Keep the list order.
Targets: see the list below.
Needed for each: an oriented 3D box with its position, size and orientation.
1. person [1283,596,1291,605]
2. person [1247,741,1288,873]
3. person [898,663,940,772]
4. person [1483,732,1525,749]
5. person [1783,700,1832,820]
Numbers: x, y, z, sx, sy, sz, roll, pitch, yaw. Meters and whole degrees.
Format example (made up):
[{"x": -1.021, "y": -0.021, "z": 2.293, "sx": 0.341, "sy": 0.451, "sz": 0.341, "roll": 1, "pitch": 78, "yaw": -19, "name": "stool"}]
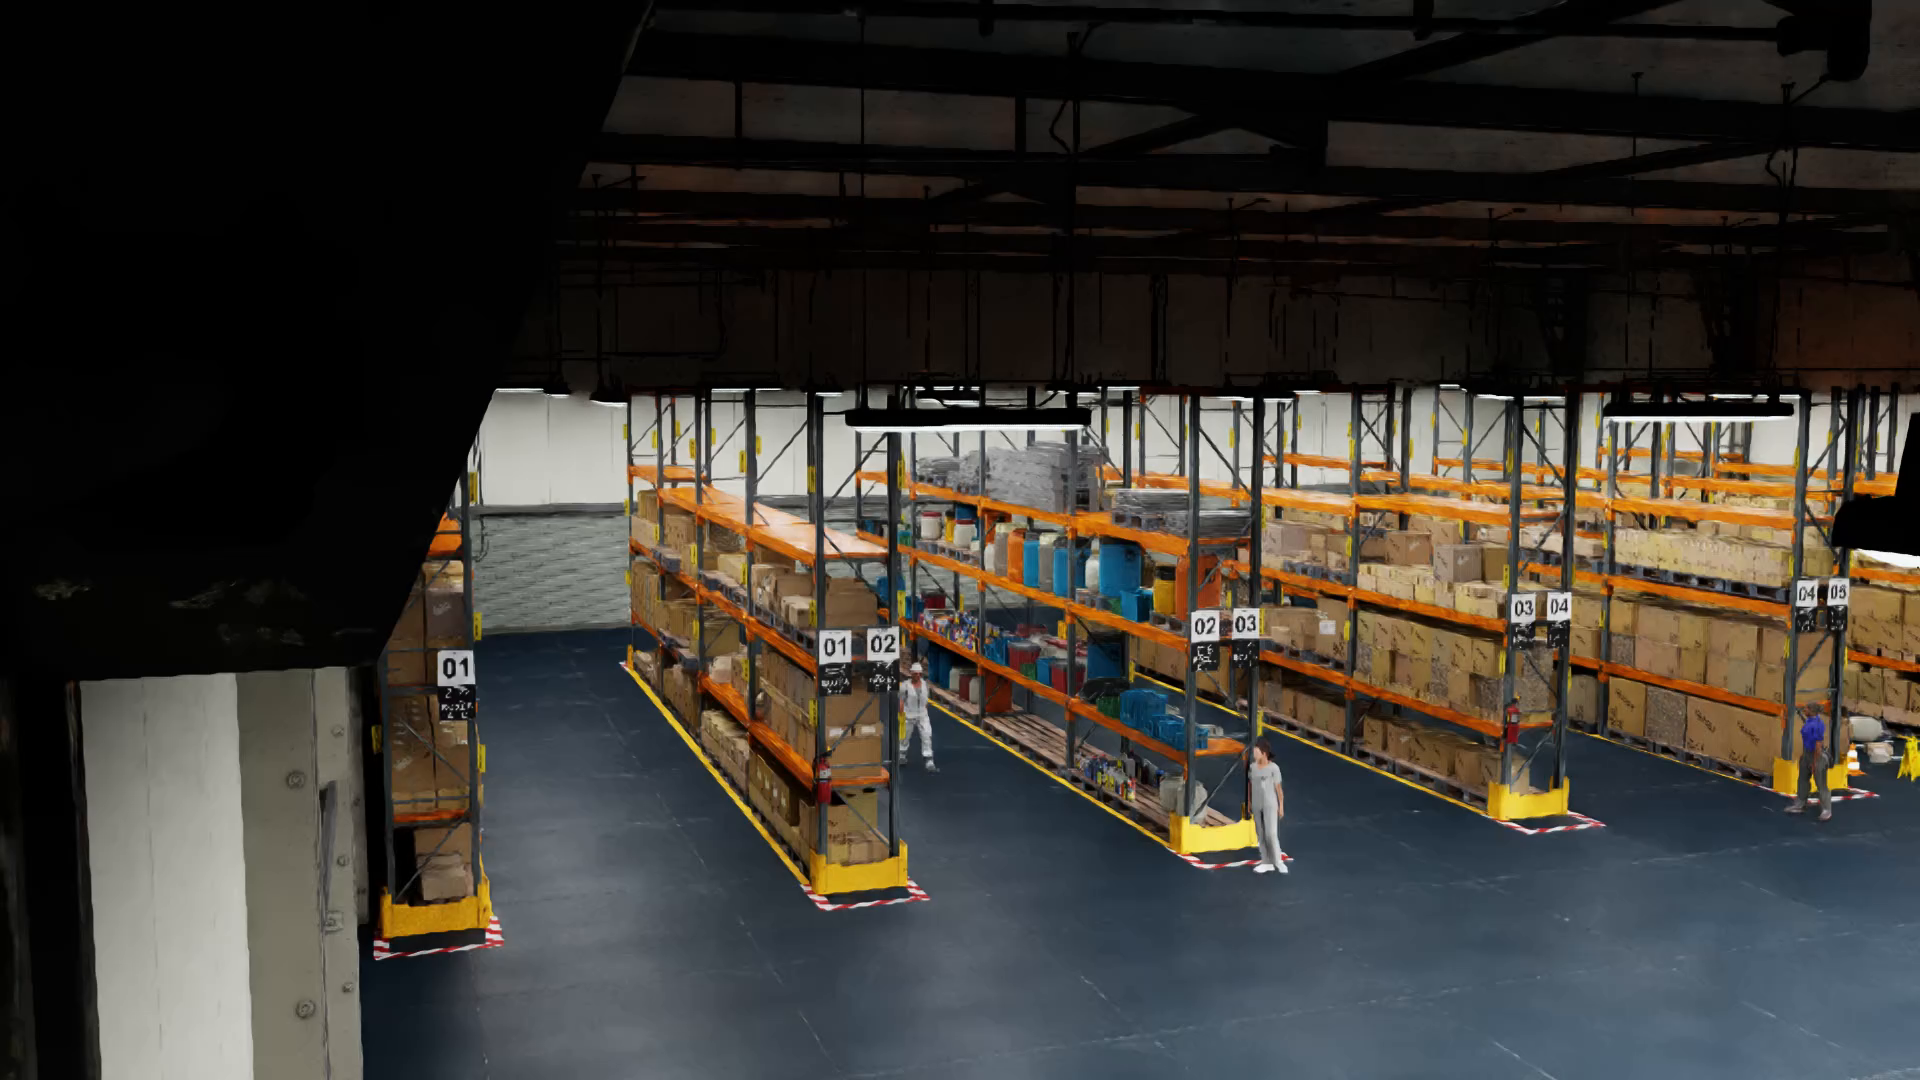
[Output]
[{"x": 6.495, "y": 1.993, "z": 33.321, "sx": 0.399, "sy": 1.769, "sz": 0.674, "roll": -5, "pitch": 8, "yaw": -40, "name": "person"}, {"x": 3.858, "y": 3.341, "z": 20.855, "sx": 0.564, "sy": 1.666, "sz": 0.386, "roll": 5, "pitch": 8, "yaw": 39, "name": "person"}, {"x": -0.693, "y": 2.765, "z": 26.132, "sx": 0.557, "sy": 1.705, "sz": 1.116, "roll": -2, "pitch": 6, "yaw": -21, "name": "person"}, {"x": 9.111, "y": 2.600, "z": 27.801, "sx": 0.661, "sy": 1.741, "sz": 0.685, "roll": -3, "pitch": 7, "yaw": -27, "name": "person"}, {"x": 12.001, "y": 3.124, "z": 23.481, "sx": 0.562, "sy": 1.551, "sz": 0.587, "roll": 0, "pitch": 6, "yaw": 4, "name": "person"}]
